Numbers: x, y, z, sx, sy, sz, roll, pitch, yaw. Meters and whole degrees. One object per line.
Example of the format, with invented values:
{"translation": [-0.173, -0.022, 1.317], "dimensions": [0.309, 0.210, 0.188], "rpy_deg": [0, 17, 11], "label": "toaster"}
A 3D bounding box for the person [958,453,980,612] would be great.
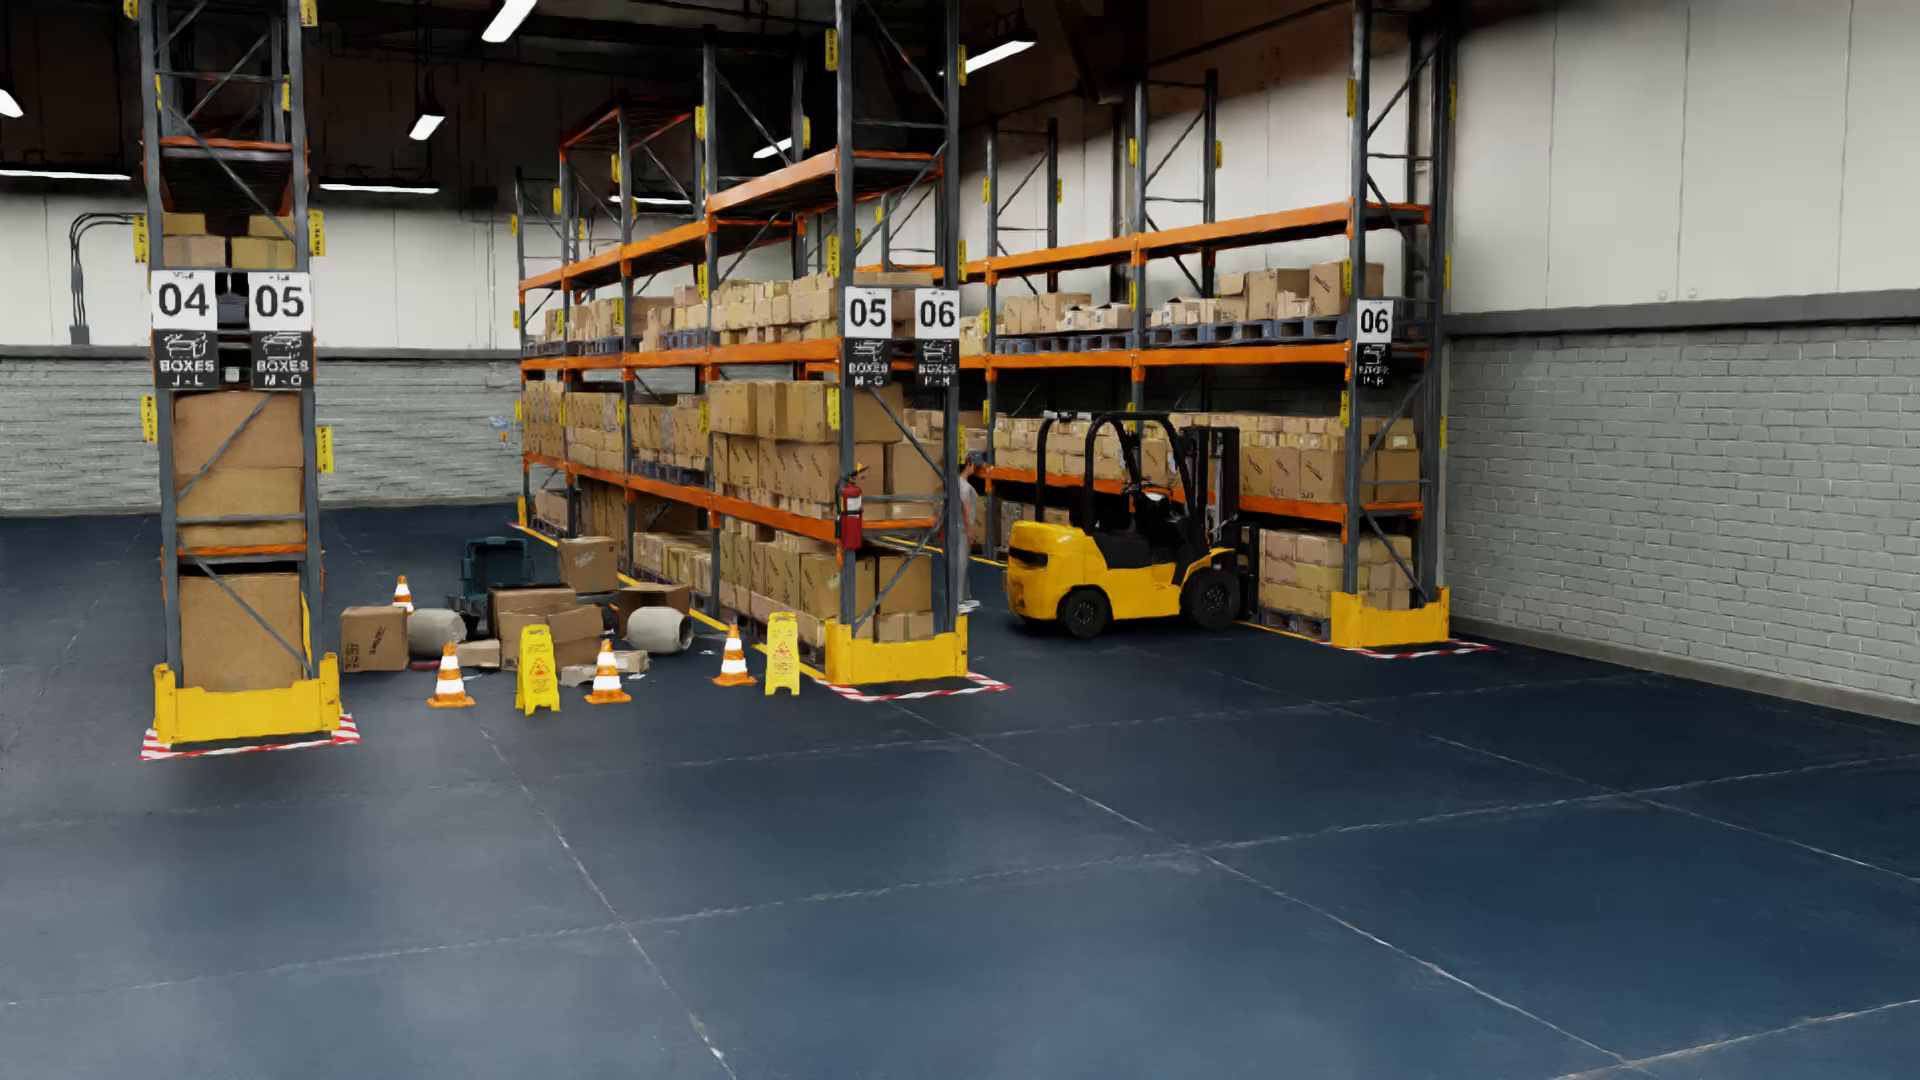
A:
{"translation": [0.049, -0.091, 17.665], "dimensions": [0.412, 1.674, 0.537], "rpy_deg": [-1, 6, -9], "label": "person"}
